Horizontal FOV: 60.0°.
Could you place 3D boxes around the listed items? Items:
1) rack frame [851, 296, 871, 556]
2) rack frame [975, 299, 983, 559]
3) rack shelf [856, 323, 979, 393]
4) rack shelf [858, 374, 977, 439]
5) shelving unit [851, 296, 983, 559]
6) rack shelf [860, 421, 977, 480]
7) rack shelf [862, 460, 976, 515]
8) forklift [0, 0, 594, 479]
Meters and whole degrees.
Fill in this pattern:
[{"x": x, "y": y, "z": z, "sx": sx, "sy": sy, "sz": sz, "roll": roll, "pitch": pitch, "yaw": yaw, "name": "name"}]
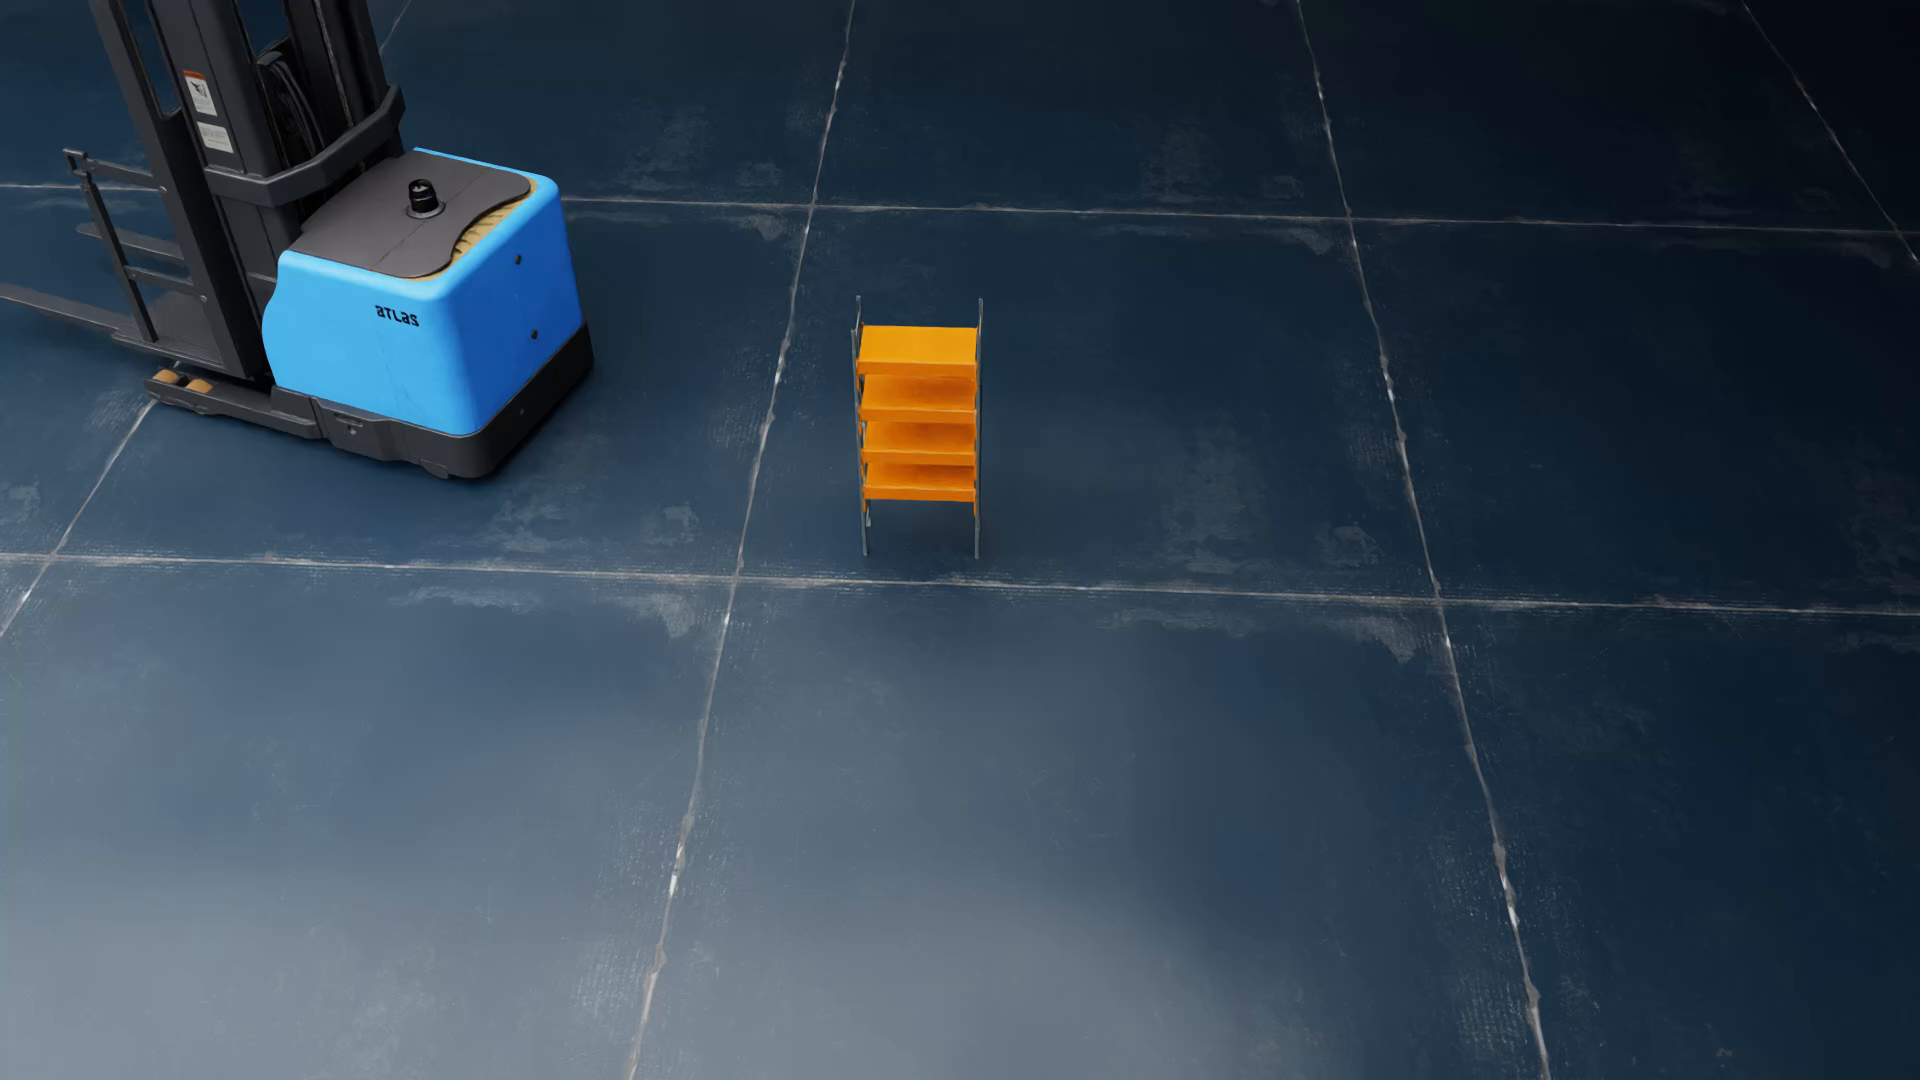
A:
[{"x": -0.409, "y": -0.452, "z": 6.940, "sx": 0.015, "sy": 1.200, "sz": 0.240, "roll": 2, "pitch": 43, "yaw": 2, "name": "rack frame"}, {"x": 0.078, "y": -0.437, "z": 6.924, "sx": 0.015, "sy": 1.200, "sz": 0.240, "roll": 2, "pitch": 43, "yaw": 2, "name": "rack frame"}, {"x": -0.165, "y": -0.732, "z": 6.664, "sx": 0.480, "sy": 0.148, "sz": 0.258, "roll": 2, "pitch": 43, "yaw": 2, "name": "rack shelf"}, {"x": -0.165, "y": -0.559, "z": 6.825, "sx": 0.480, "sy": 0.148, "sz": 0.258, "roll": 2, "pitch": 43, "yaw": 2, "name": "rack shelf"}, {"x": -0.165, "y": -0.444, "z": 6.932, "sx": 0.503, "sy": 1.200, "sz": 0.258, "roll": 2, "pitch": 43, "yaw": 2, "name": "shelving unit"}, {"x": -0.165, "y": -0.395, "z": 6.978, "sx": 0.480, "sy": 0.148, "sz": 0.258, "roll": 2, "pitch": 43, "yaw": 2, "name": "rack shelf"}, {"x": -0.165, "y": -0.250, "z": 7.113, "sx": 0.480, "sy": 0.148, "sz": 0.258, "roll": 2, "pitch": 43, "yaw": 2, "name": "rack shelf"}, {"x": -3.370, "y": -1.993, "z": 7.325, "sx": 3.031, "sy": 2.935, "sz": 1.130, "roll": 15, "pitch": 45, "yaw": 16, "name": "forklift"}]
